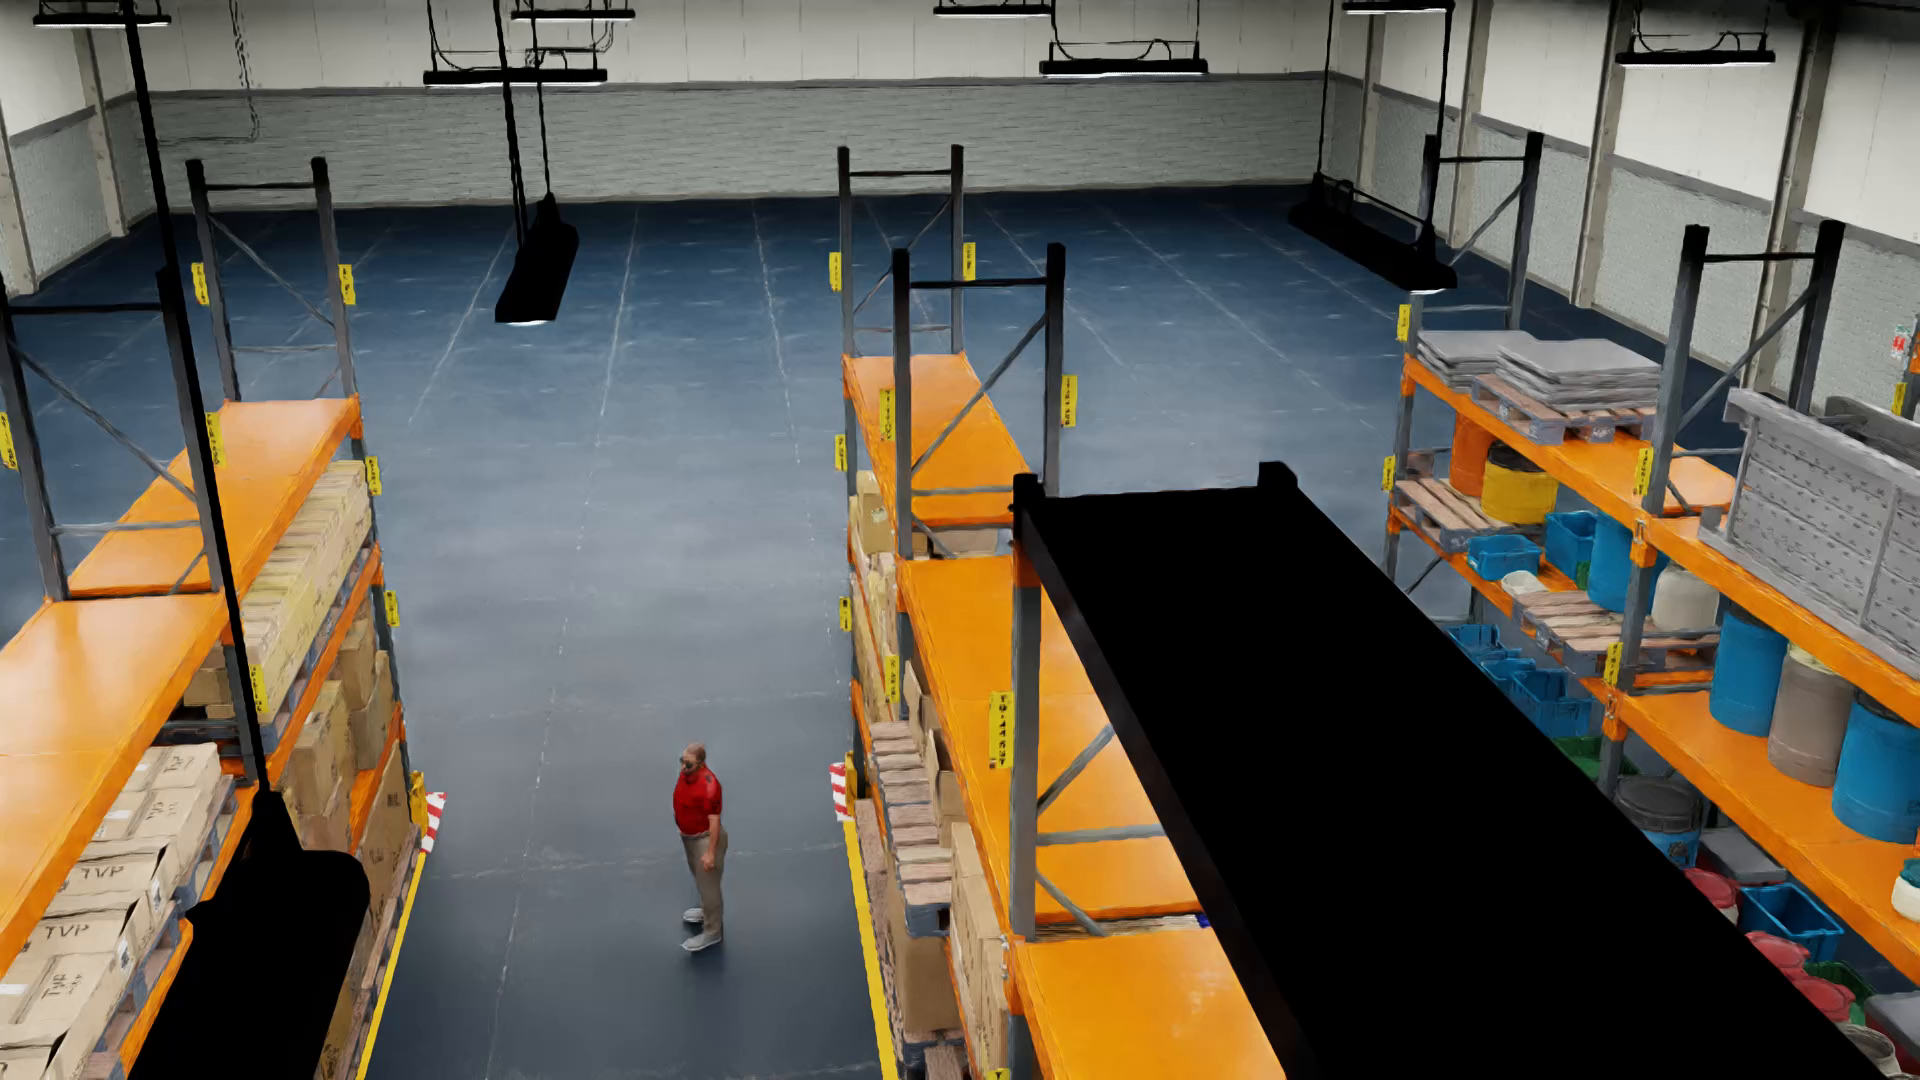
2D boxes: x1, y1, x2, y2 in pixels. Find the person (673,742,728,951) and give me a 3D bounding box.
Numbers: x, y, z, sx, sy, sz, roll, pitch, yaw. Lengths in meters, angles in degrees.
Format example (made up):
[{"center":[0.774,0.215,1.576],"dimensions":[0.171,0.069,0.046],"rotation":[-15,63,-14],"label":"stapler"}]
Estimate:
[{"center":[-2.097,2.392,13.208],"dimensions":[0.479,1.732,0.620],"rotation":[-13,25,-30],"label":"person"}]
